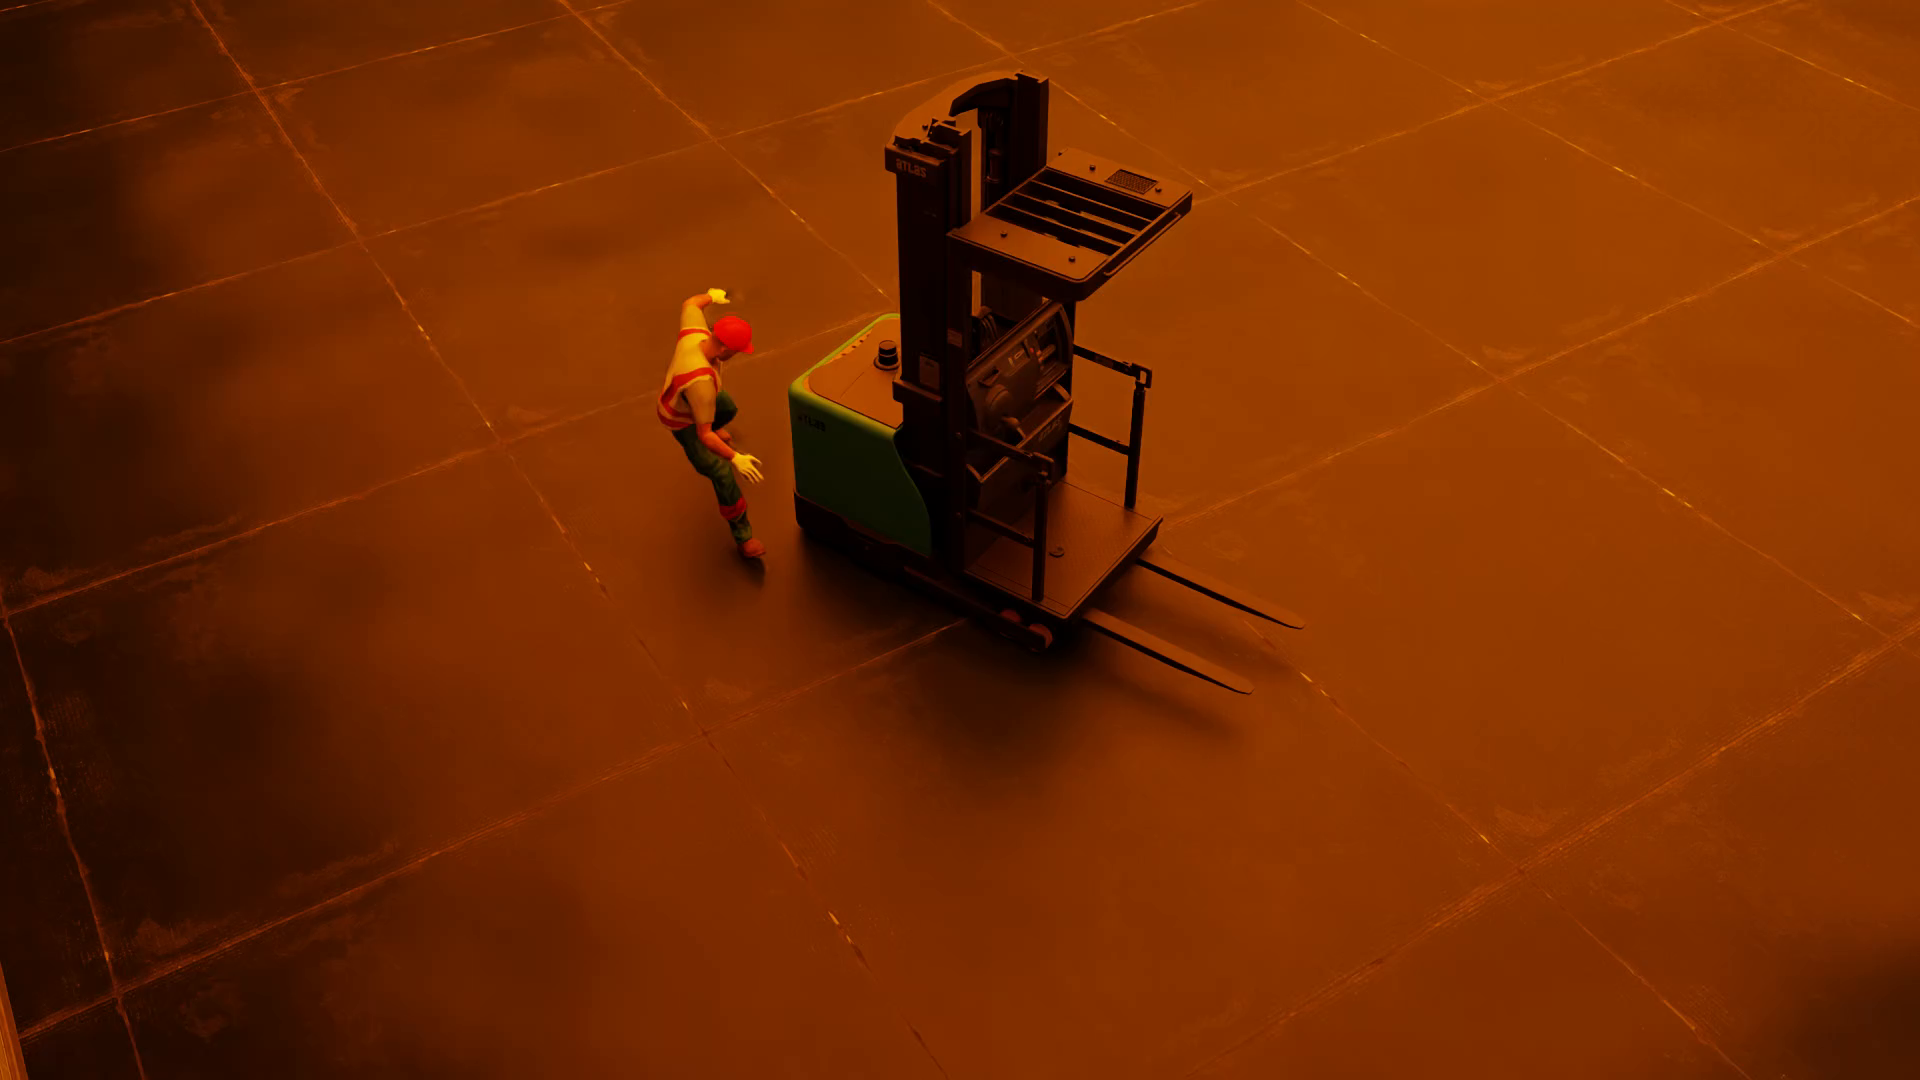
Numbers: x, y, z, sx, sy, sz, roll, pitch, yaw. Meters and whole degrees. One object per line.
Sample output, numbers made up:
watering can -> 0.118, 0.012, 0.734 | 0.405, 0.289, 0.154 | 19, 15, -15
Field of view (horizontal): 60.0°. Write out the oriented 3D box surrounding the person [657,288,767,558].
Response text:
person -> -1.454, -0.795, 9.911 | 0.733, 1.476, 1.260 | 3, 41, 4

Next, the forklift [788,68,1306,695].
forklift -> 0.496, -0.872, 8.869 | 3.031, 2.935, 1.130 | 25, 47, 26
